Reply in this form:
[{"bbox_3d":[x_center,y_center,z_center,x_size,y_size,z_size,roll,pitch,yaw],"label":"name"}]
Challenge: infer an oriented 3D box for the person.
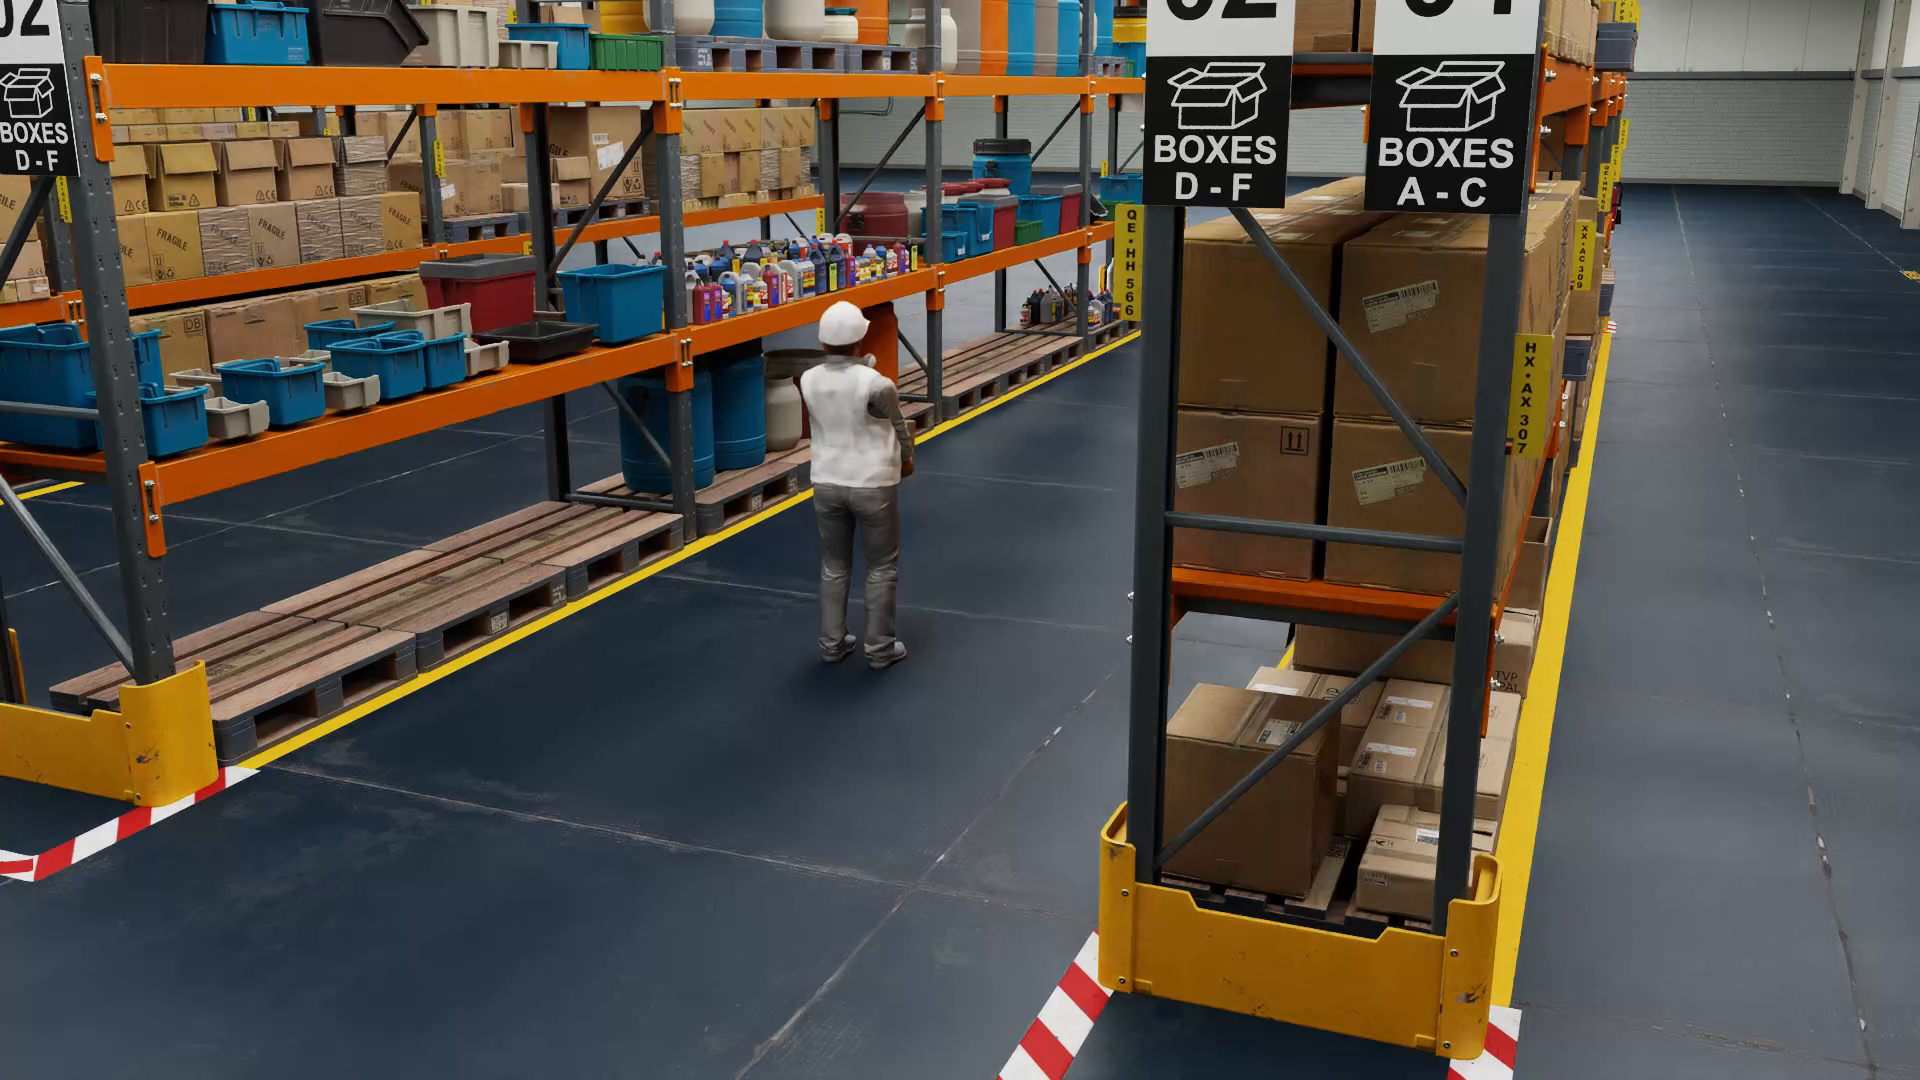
[{"bbox_3d":[-0.478,-0.286,8.035,0.494,1.762,0.551,6,17,22],"label":"person"}]
